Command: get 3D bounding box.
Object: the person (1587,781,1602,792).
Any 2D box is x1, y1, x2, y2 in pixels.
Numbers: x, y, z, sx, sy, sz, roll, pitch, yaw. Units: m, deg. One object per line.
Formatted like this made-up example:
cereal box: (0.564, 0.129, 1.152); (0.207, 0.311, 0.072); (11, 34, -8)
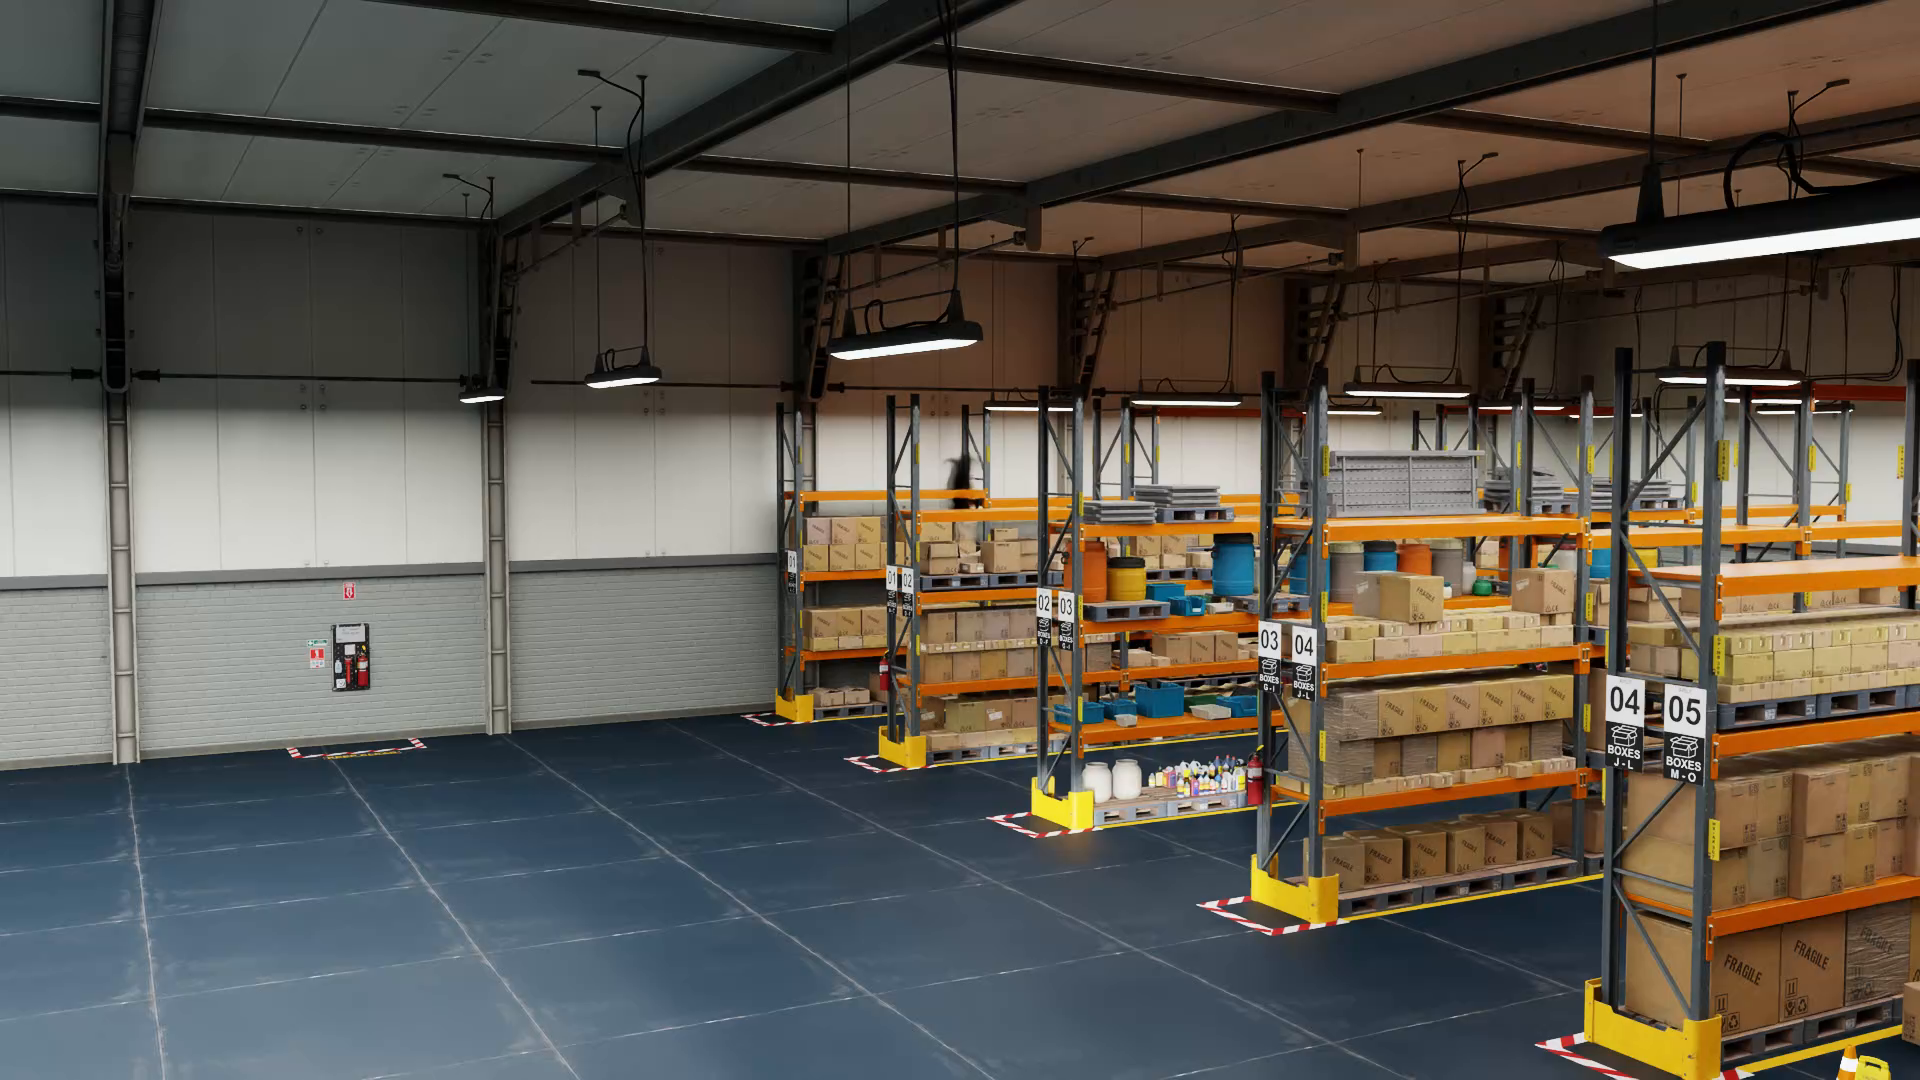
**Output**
person: (9.288, 2.892, 24.591); (0.692, 1.753, 0.667); (-2, 4, -33)
